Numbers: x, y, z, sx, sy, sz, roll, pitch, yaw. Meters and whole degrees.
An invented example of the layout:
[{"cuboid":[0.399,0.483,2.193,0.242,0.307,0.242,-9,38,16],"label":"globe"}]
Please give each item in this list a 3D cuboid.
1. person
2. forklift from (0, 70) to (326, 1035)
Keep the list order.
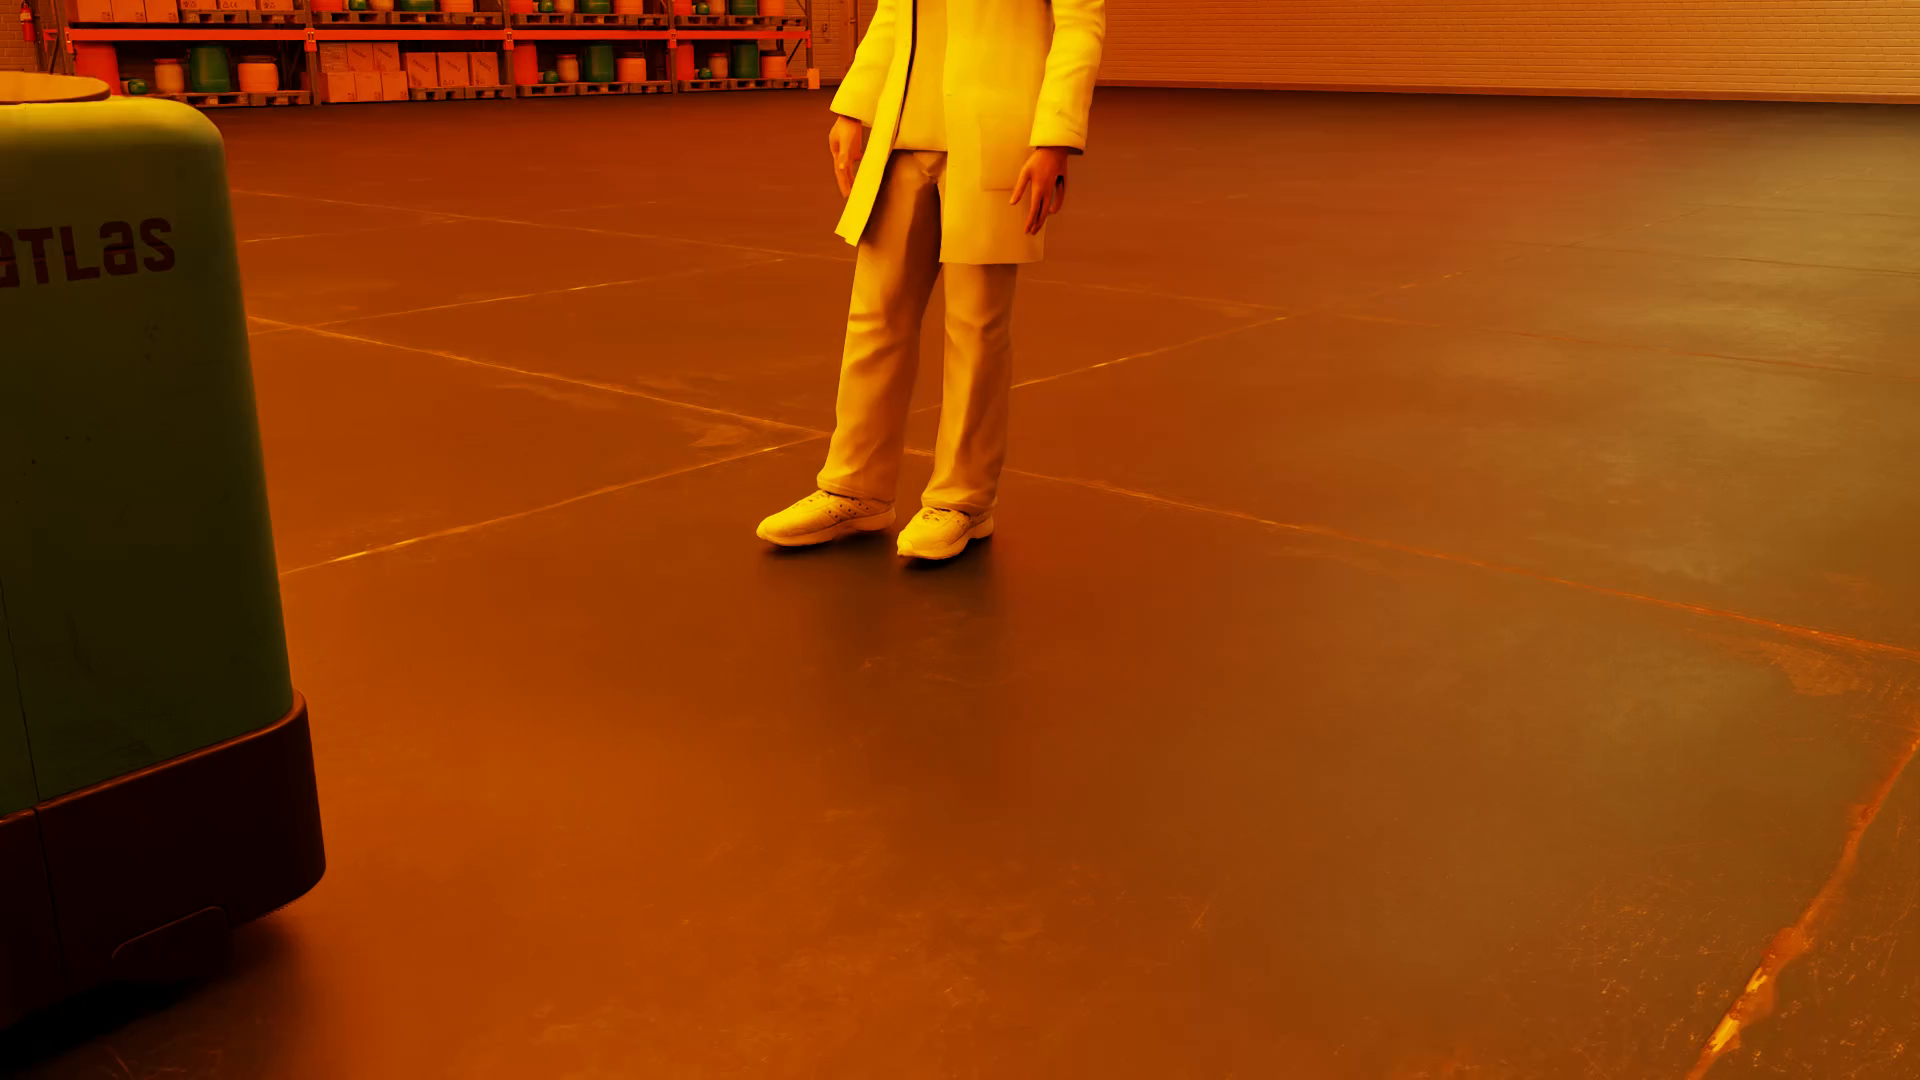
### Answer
[{"cuboid":[-0.061,-0.838,3.616,0.698,1.777,0.578,13,21,37],"label":"person"},{"cuboid":[-2.149,-0.634,0.984,1.130,2.935,3.031,13,21,36],"label":"forklift"}]
